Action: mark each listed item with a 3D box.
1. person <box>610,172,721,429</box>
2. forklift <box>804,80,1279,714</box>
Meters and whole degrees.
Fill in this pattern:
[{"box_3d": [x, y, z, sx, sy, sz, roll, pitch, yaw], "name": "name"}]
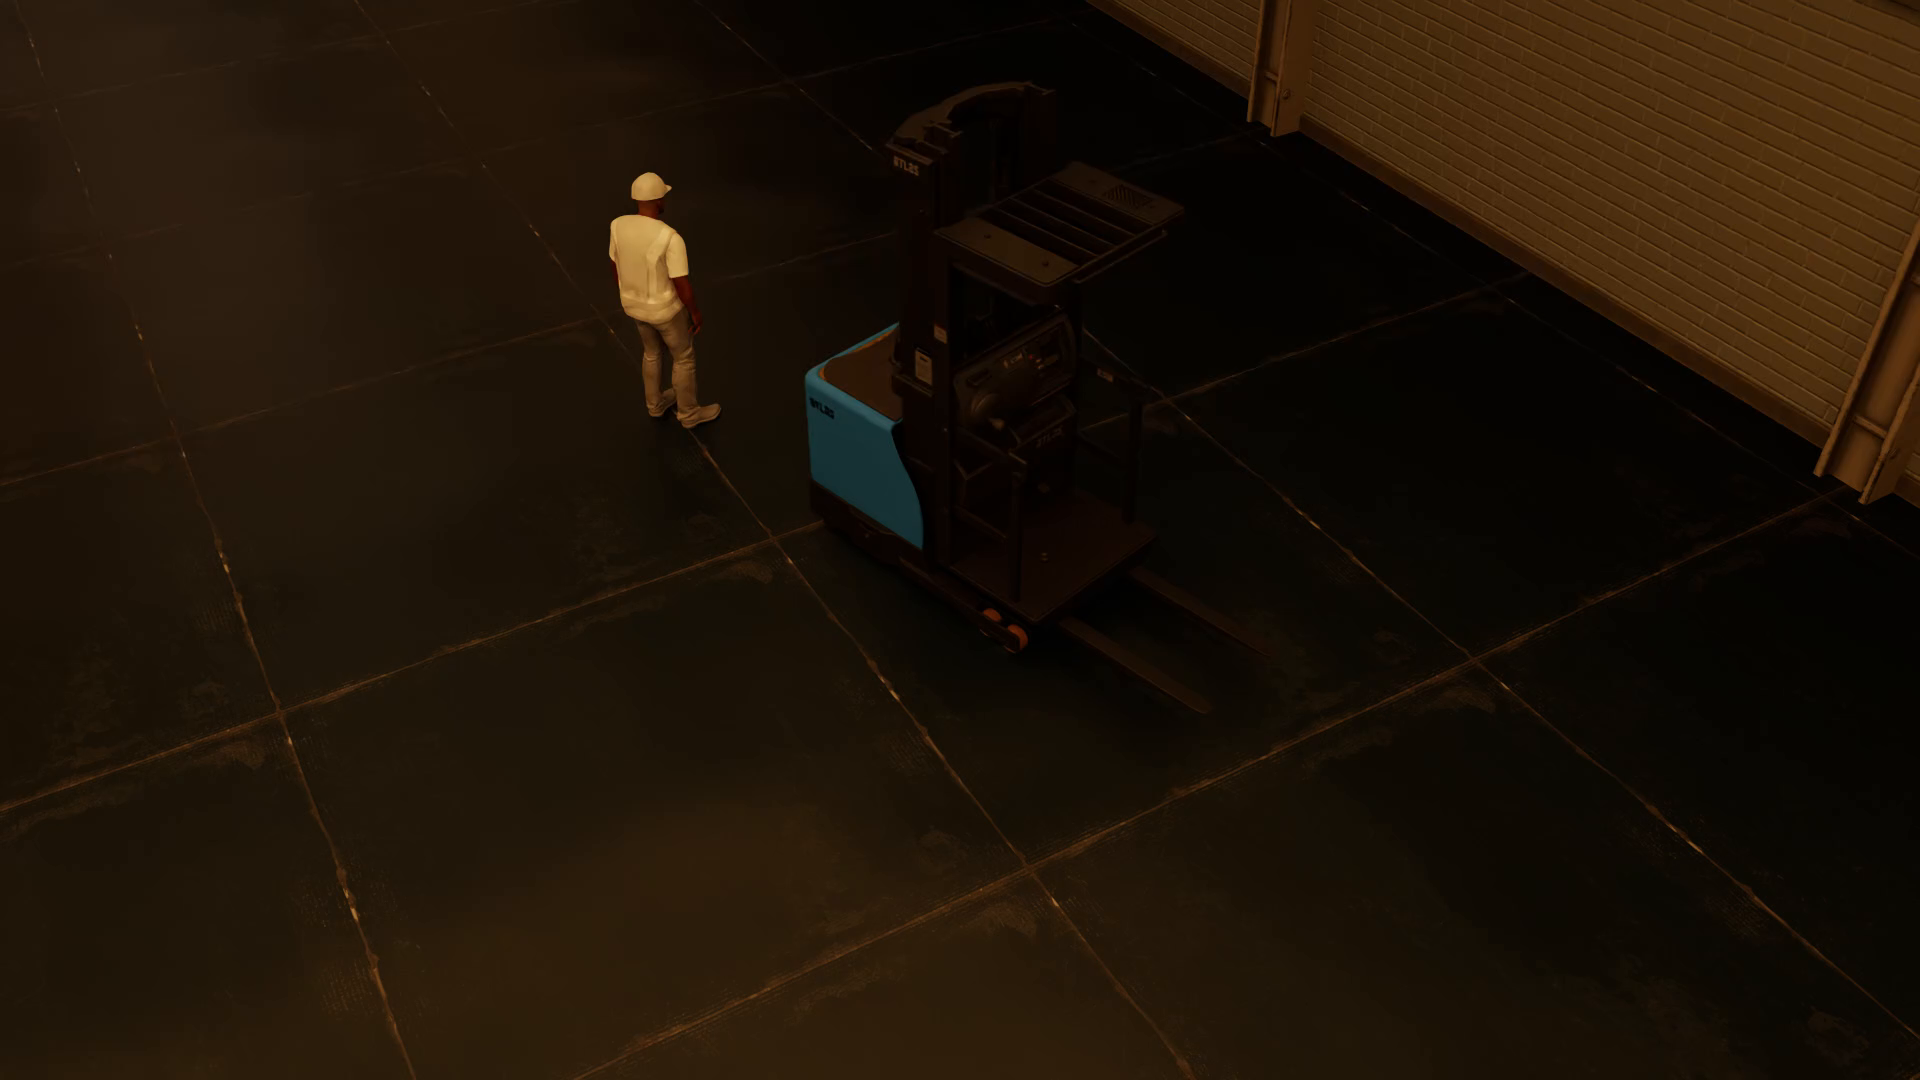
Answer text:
[{"box_3d": [-1.952, -1.571, 10.806, 0.629, 1.694, 0.458, 21, 44, 23], "name": "person"}, {"box_3d": [0.461, -0.857, 9.070, 3.031, 2.935, 1.130, 32, 49, 33], "name": "forklift"}]
